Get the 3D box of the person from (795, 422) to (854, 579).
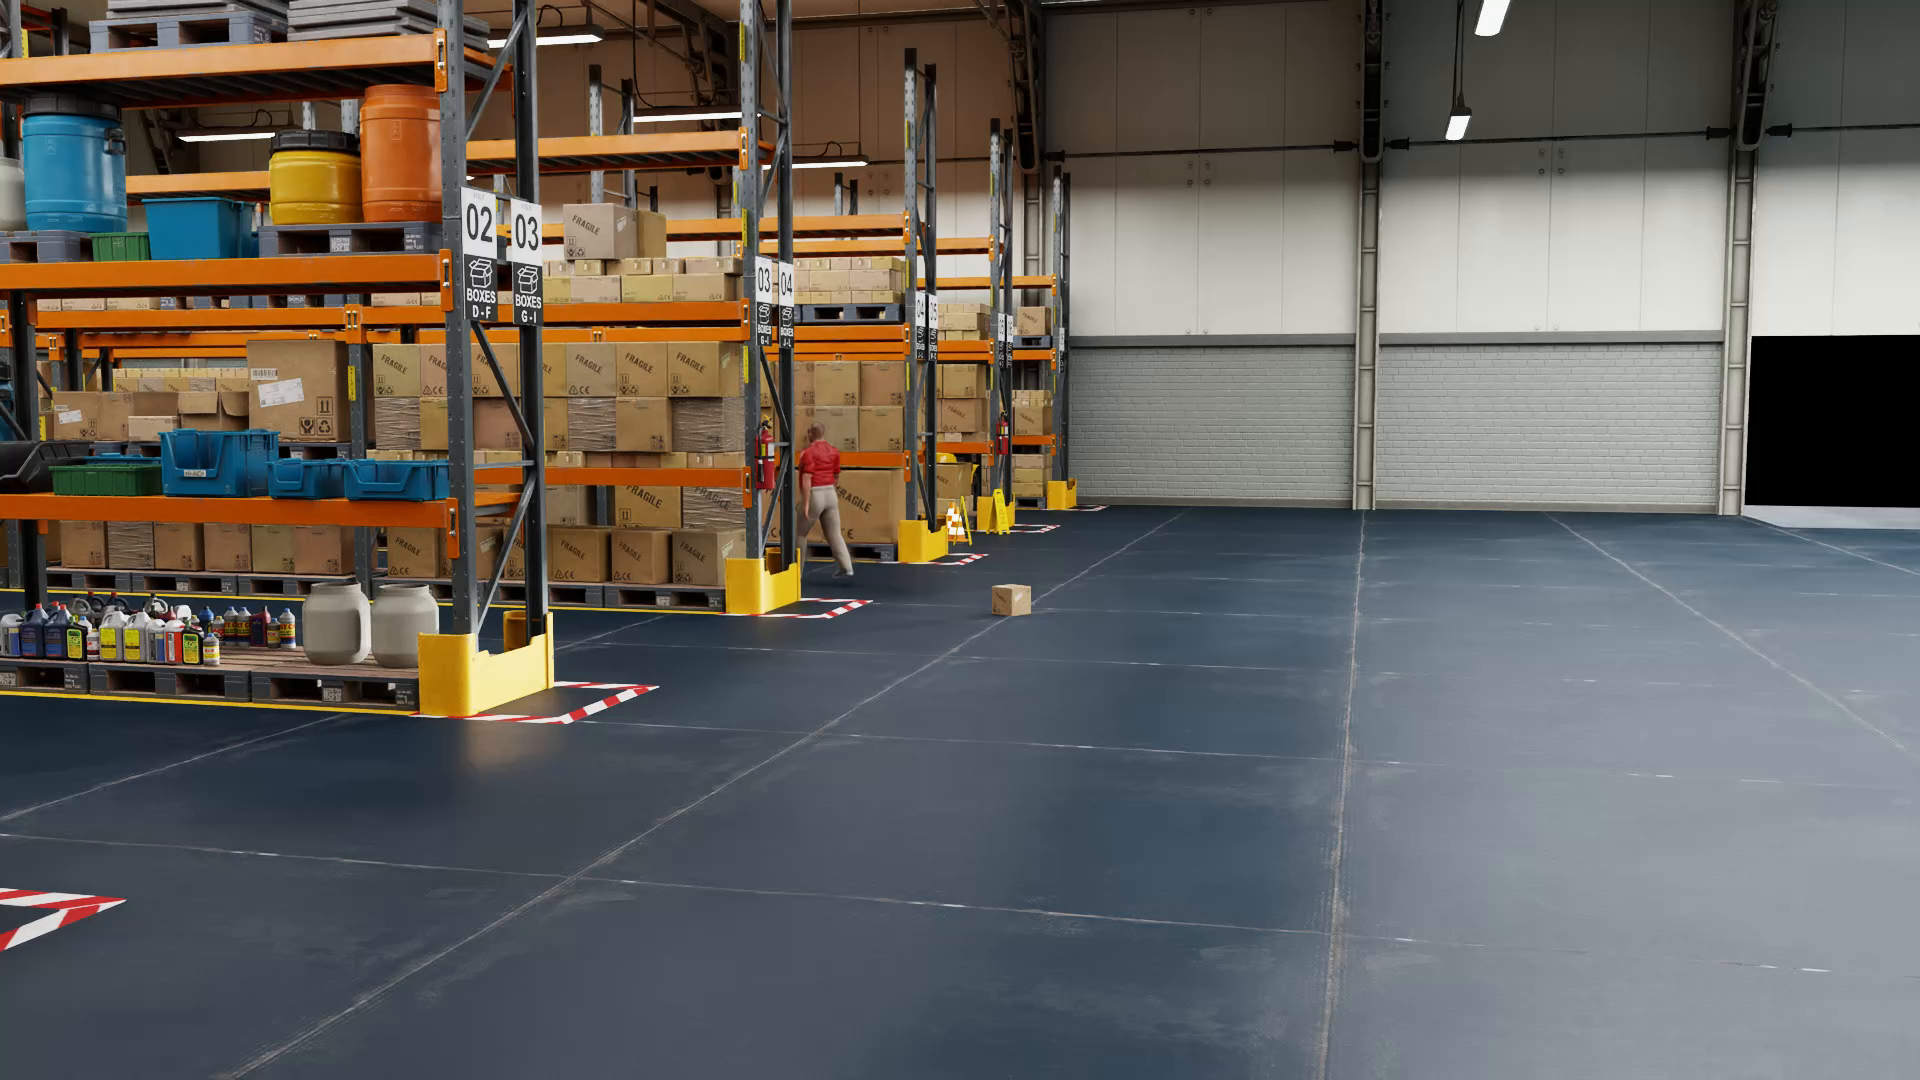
[{"bbox_3d":[-1.514,-0.409,17.541,0.551,1.678,1.040,-4,6,-36],"label":"person"}]
